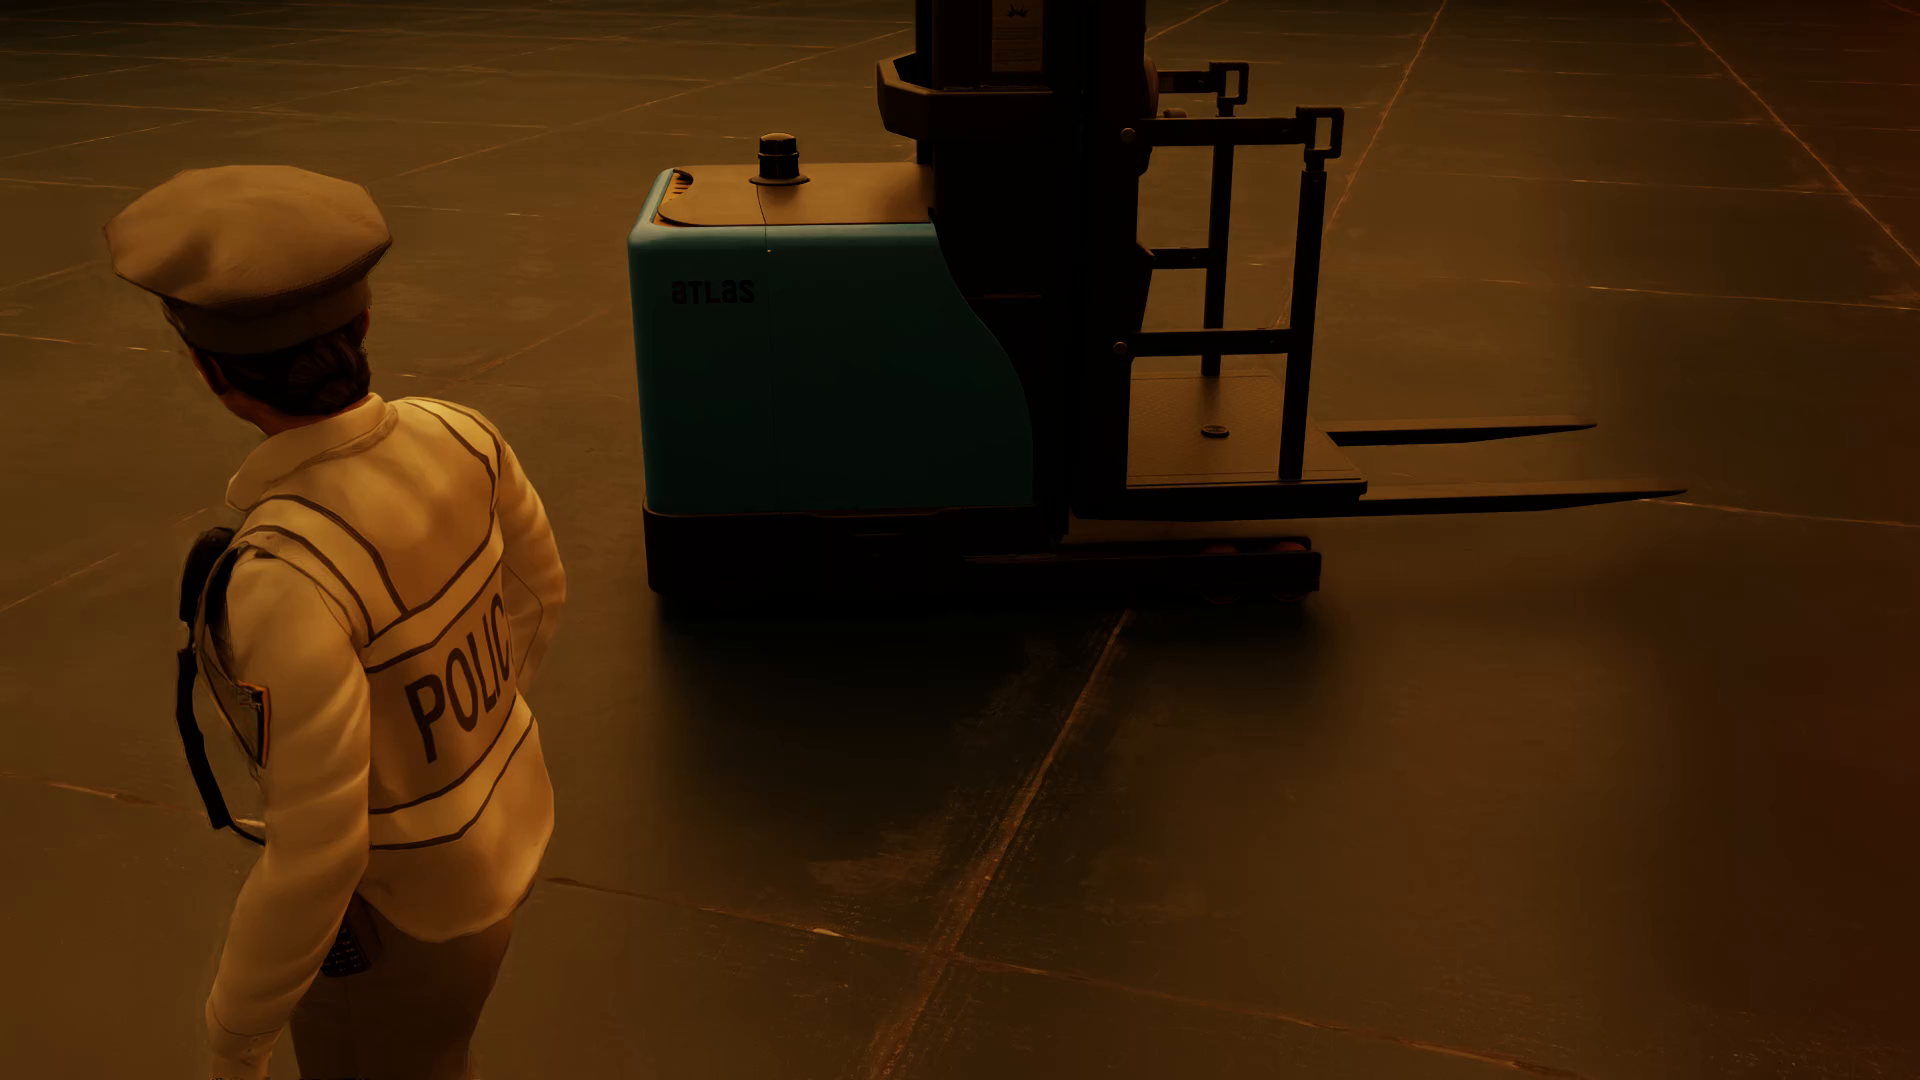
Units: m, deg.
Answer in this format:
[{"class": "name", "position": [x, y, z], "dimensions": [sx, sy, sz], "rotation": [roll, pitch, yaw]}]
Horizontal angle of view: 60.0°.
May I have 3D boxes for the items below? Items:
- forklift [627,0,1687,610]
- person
[{"class": "forklift", "position": [0.606, -1.374, 4.608], "dimensions": [3.031, 2.935, 1.130], "rotation": [-2, 23, -4]}, {"class": "person", "position": [-0.722, 0.410, 1.943], "dimensions": [0.475, 1.671, 0.668], "rotation": [1, 22, 2]}]
